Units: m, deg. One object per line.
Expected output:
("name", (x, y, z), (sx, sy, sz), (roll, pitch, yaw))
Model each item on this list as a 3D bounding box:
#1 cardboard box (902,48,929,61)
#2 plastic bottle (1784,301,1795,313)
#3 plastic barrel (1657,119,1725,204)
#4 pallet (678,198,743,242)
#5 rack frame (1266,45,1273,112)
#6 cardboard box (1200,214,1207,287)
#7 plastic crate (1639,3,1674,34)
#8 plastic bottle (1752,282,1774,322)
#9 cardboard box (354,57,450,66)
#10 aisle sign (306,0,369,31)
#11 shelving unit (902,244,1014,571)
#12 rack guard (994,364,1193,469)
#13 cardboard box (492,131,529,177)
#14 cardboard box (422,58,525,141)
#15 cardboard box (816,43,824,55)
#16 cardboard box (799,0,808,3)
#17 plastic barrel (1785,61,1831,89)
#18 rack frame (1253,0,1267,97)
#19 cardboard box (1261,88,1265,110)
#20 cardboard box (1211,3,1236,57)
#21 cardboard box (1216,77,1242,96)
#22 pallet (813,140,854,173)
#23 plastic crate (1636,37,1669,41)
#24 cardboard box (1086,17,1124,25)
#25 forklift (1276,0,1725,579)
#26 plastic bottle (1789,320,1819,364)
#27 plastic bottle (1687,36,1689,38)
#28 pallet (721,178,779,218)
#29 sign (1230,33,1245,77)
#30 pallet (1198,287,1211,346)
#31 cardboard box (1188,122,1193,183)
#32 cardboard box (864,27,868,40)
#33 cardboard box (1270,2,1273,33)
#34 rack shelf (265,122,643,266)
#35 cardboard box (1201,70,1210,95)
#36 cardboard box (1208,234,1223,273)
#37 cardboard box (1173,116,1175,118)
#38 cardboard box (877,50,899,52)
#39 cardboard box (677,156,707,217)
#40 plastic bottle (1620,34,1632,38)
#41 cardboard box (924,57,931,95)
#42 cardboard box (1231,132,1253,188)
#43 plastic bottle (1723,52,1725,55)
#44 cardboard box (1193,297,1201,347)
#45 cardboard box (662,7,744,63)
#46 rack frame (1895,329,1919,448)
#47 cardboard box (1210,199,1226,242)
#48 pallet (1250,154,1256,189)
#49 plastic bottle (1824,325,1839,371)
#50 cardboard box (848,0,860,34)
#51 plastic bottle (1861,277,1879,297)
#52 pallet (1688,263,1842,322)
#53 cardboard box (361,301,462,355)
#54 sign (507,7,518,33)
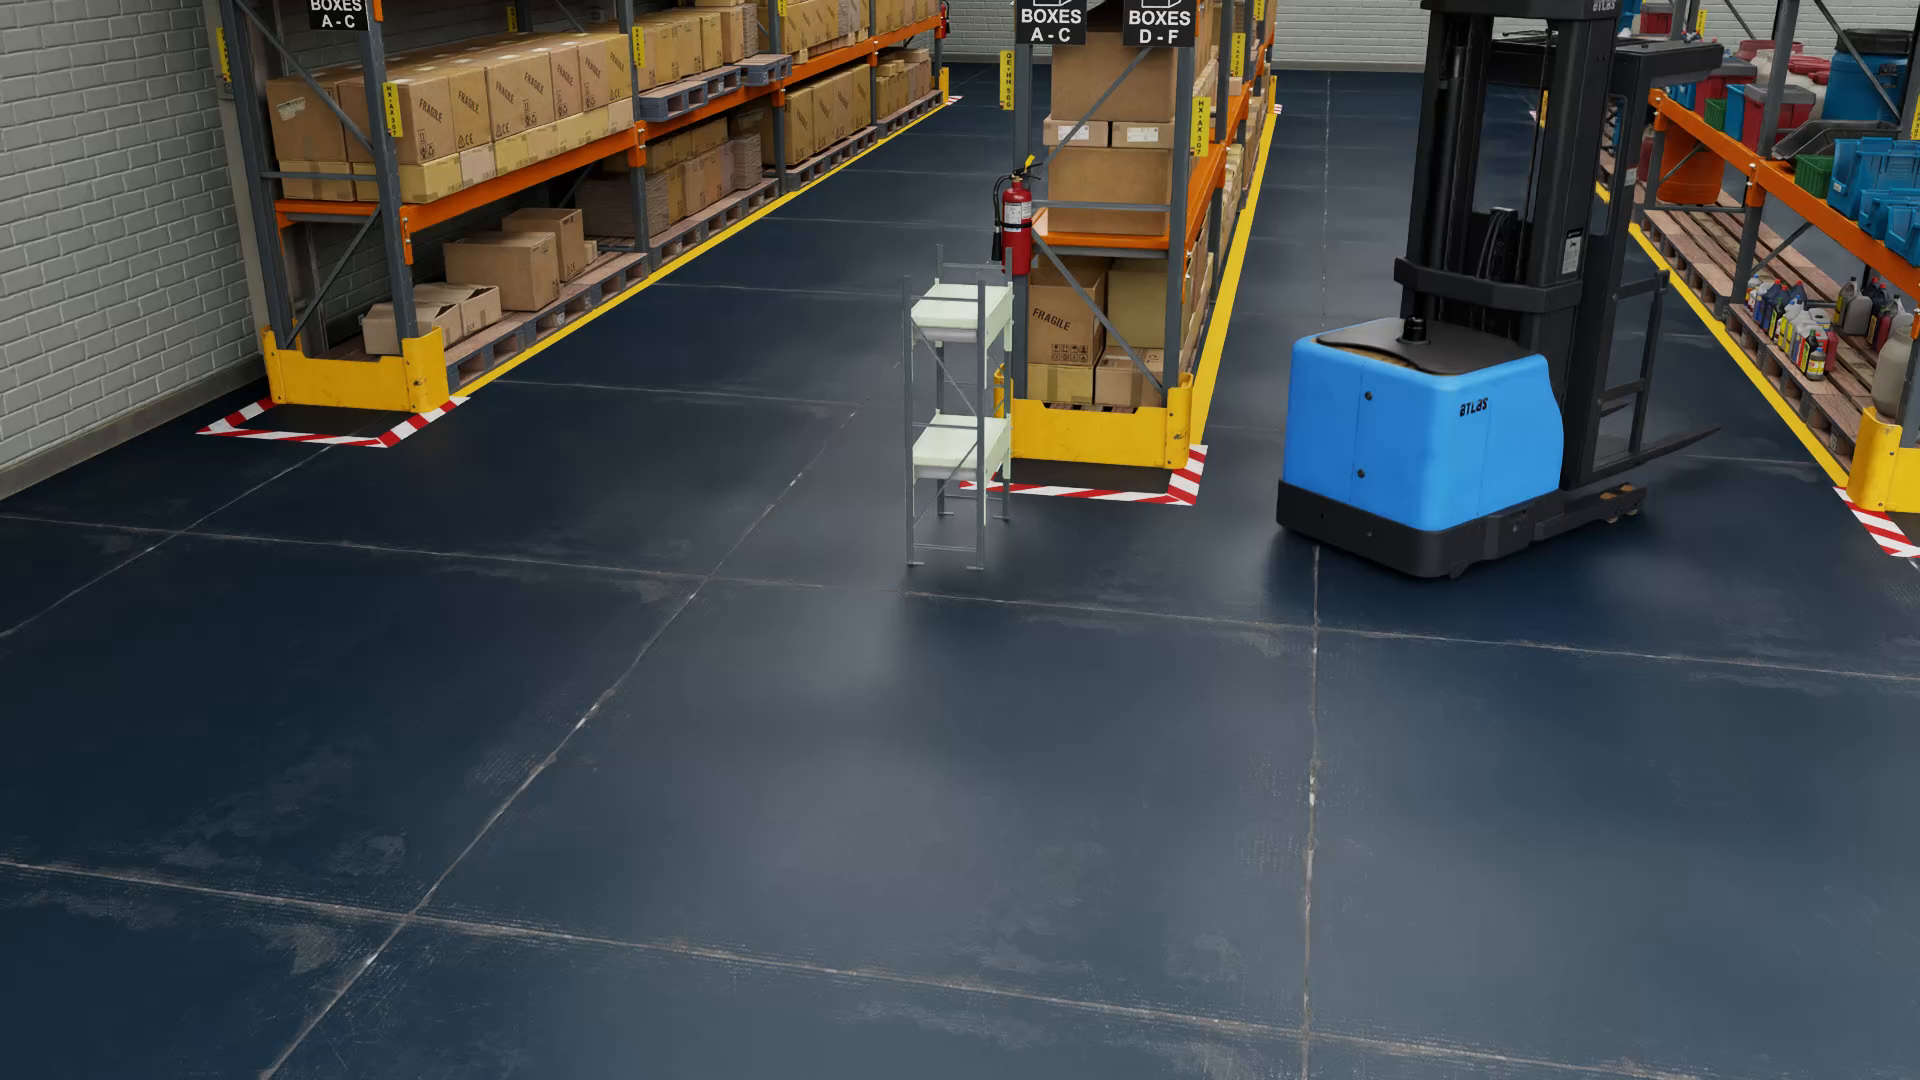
("cardboard box", (-0.672, -7.164, 24.542), (0.380, 0.149, 0.250), (4, 22, 10))
("plastic bottle", (5.868, -1.558, 11.769), (0.097, 0.271, 0.097), (0, 22, 0))
("plastic barrel", (7.370, -3.840, 16.715), (0.600, 0.830, 0.708), (4, 22, 11))
("pallet", (-2.823, -3.203, 16.523), (1.003, 0.211, 1.213), (4, 22, 11))
("rack frame", (4.071, -7.776, 24.146), (1.000, 3.000, 0.127), (4, 22, 11))
("cardboard box", (1.530, -2.103, 12.175), (0.500, 0.500, 0.500), (4, 22, 11))
("plastic crate", (8.531, -6.299, 20.313), (0.402, 0.464, 0.583), (4, 22, 11))
("plastic bottle", (5.938, -1.746, 12.230), (0.152, 0.276, 0.135), (5, 23, 13))
("cardboard box", (-3.942, -3.150, 11.829), (0.500, 0.500, 0.500), (4, 22, 9))
("aisle sign", (-3.765, -3.458, 9.944), (0.394, 0.787, 0.004), (4, 22, 11))
("shelving unit", (-0.001, -0.693, 8.567), (0.431, 1.500, 0.755), (4, 22, 11))
("rack guard", (0.802, -0.756, 10.062), (1.175, 0.500, 0.348), (4, 22, 11))
("cardboard box", (-3.432, -2.772, 11.894), (0.500, 0.250, 0.500), (4, 22, 10))
("cardboard box", (-3.430, -3.109, 11.727), (0.500, 0.500, 0.500), (4, 22, 9))
("cardboard box", (-1.815, -5.784, 19.509), (0.380, 0.149, 0.250), (5, 22, 11))
("cardboard box", (-1.957, -6.111, 18.450), (0.500, 0.250, 0.500), (4, 22, 10))
("plastic barrel", (7.031, -3.673, 13.777), (0.433, 0.535, 0.433), (0, 22, 0))
("rack frame", (3.255, -6.313, 20.514), (1.000, 3.000, 0.127), (4, 22, 11))
("cardboard box", (3.978, -6.142, 23.180), (0.500, 0.250, 0.500), (4, 22, 11))
("cardboard box", (2.457, -5.330, 17.378), (0.700, 0.500, 0.500), (-3, 22, -7))
("cardboard box", (2.526, -4.384, 16.060), (0.380, 0.149, 0.250), (4, 22, 11))
("pallet", (-1.926, -4.661, 20.143), (1.003, 0.211, 1.213), (4, 22, 11))
("plastic crate", (8.338, -5.999, 20.007), (0.396, 0.136, 0.243), (4, 22, 11))
("cardboard box", (1.027, -2.955, 10.304), (0.700, 0.500, 0.500), (4, 22, 10))
("forklift", (3.169, -1.591, 8.881), (3.031, 2.935, 1.130), (-16, 27, -35))
("plastic bottle", (5.707, -1.332, 11.203), (0.152, 0.276, 0.135), (4, 22, 9))
("plastic bottle", (8.265, -5.574, 18.845), (0.152, 0.276, 0.135), (4, 22, 11))
("pallet", (-2.572, -3.647, 17.628), (1.003, 0.211, 1.213), (4, 22, 11))
("sign", (2.166, -3.784, 12.969), (0.100, 0.325, 0.005), (4, 22, 11))
("pallet", (1.419, -1.806, 13.056), (1.003, 0.211, 1.213), (4, 22, 11))
("cardboard box", (1.227, -2.707, 11.426), (0.700, 0.500, 0.500), (5, 23, 13))
("cardboard box", (-1.387, -6.437, 21.131), (0.380, 0.149, 0.250), (5, 22, 11))
("cardboard box", (3.934, -7.082, 22.288), (0.500, 0.500, 0.500), (4, 22, 10))
("rack shelf", (-3.636, -2.699, 12.502), (1.077, 0.370, 4.000), (4, 22, 11))
("cardboard box", (1.621, -3.337, 12.121), (0.380, 0.149, 0.250), (4, 22, 11))
("cardboard box", (1.948, -2.435, 14.004), (0.500, 0.250, 0.500), (4, 22, 10))
("cardboard box", (1.149, -2.496, 10.033), (0.380, 0.149, 0.250), (4, 22, 10))
("cardboard box", (-1.097, -7.101, 24.385), (0.380, 0.149, 0.250), (5, 22, 11))
("cardboard box", (-2.894, -3.455, 16.174), (0.700, 0.500, 0.500), (5, 22, 12))
("plastic bottle", (7.561, -5.603, 18.916), (0.152, 0.276, 0.135), (4, 22, 11))
("cardboard box", (-0.824, -6.924, 24.815), (0.700, 0.500, 0.500), (4, 22, 11))
("cardboard box", (2.812, -4.040, 17.626), (0.500, 0.500, 0.500), (5, 23, 13))
("plastic bottle", (7.978, -5.008, 17.445), (0.097, 0.271, 0.097), (0, 22, 0))
("cardboard box", (1.441, -1.572, 11.859), (0.500, 0.250, 0.500), (4, 22, 11))
("cardboard box", (-2.585, -5.098, 16.774), (0.700, 0.500, 0.500), (2, 22, 6))
("rack frame", (5.655, -1.546, 8.676), (1.000, 3.000, 0.127), (4, 22, 11))
("cardboard box", (1.951, -2.699, 13.908), (0.500, 0.311, 0.500), (5, 22, 11))
("pallet", (2.879, -4.272, 19.178), (1.003, 0.211, 1.213), (4, 22, 11))
("plastic bottle", (5.783, -1.277, 11.056), (0.061, 0.283, 0.133), (4, 22, 11))
("cardboard box", (-1.537, -6.508, 20.438), (0.500, 0.500, 0.500), (5, 22, 11))
("plastic bottle", (6.622, -1.726, 12.082), (0.144, 0.351, 0.185), (4, 22, 9))
("pallet", (6.593, -2.005, 13.550), (1.003, 0.211, 1.213), (4, 22, 11))
("cardboard box", (-3.814, -1.504, 11.583), (0.500, 0.311, 0.500), (2, 22, 5))
("sign", (-3.772, -4.342, 14.069), (0.100, 0.325, 0.005), (4, 22, 11))
